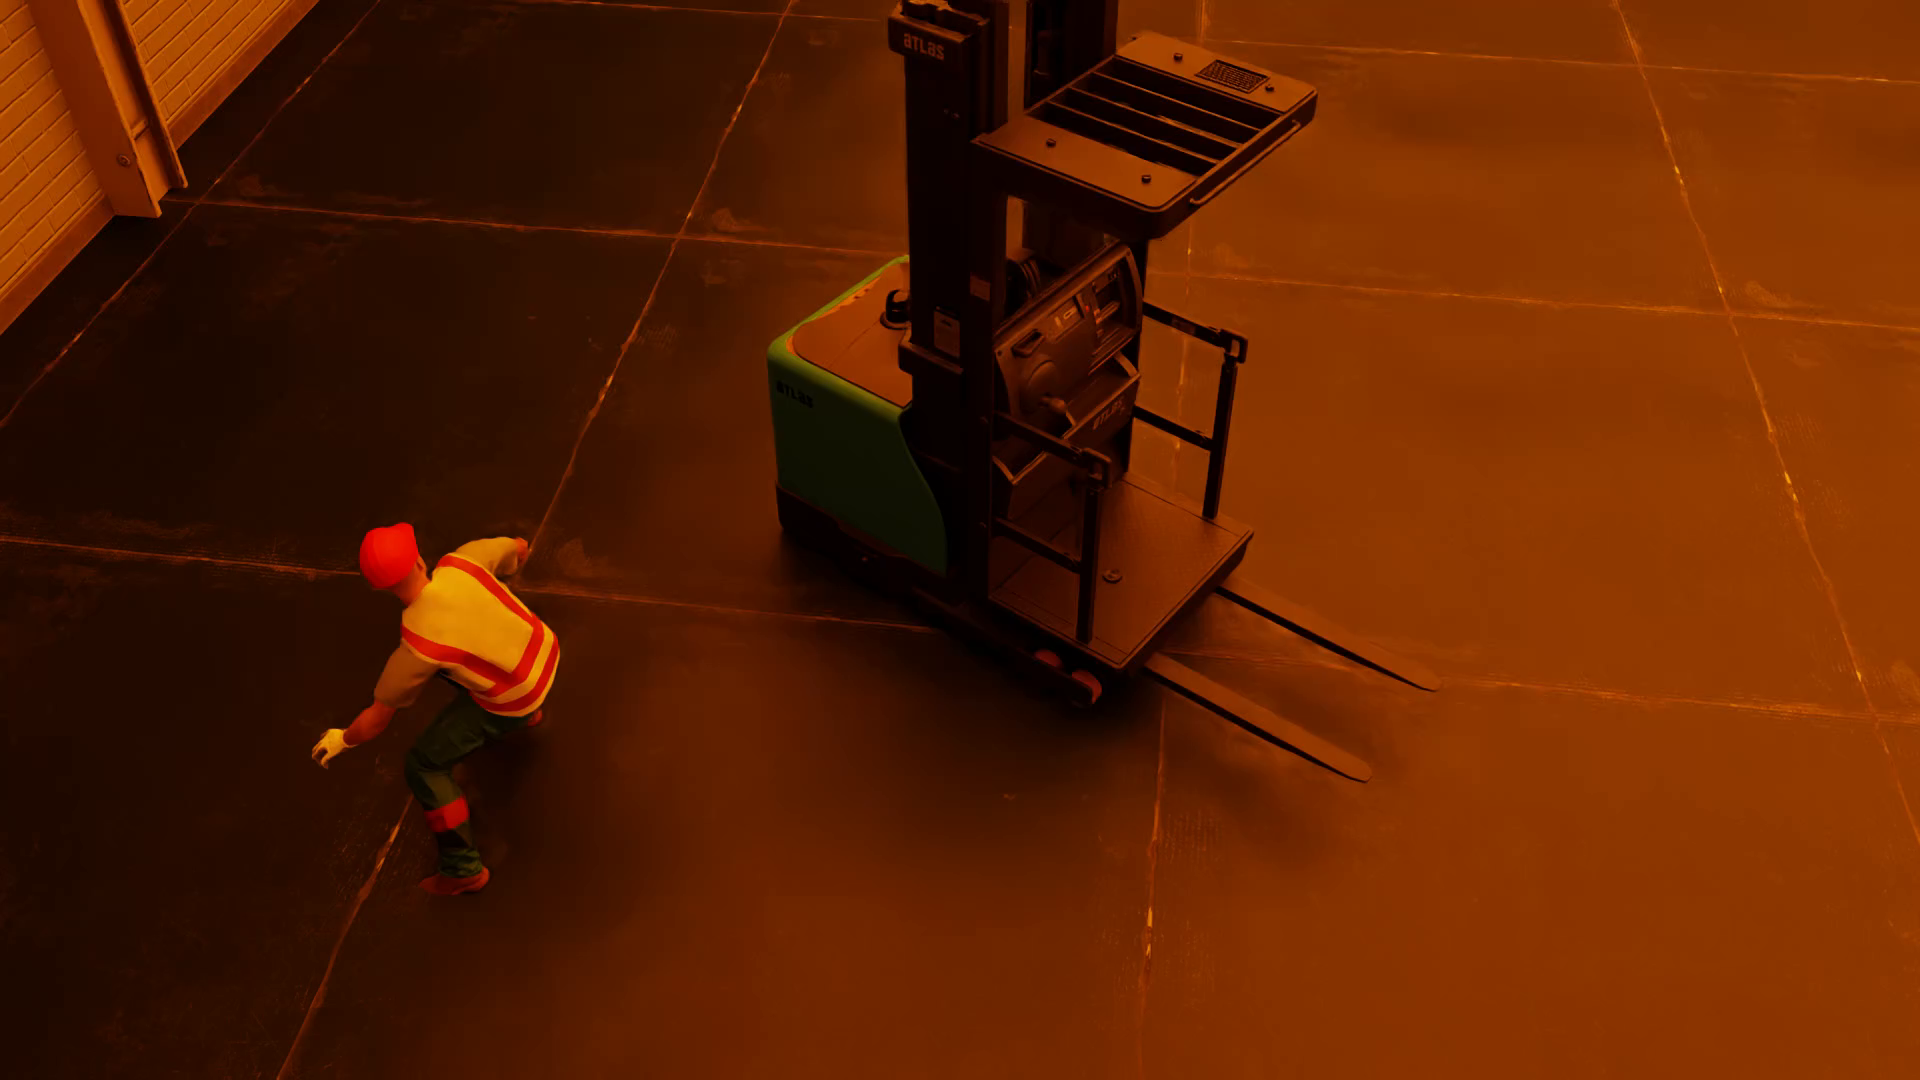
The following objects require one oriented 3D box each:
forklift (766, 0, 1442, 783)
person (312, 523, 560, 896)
[{"bbox_3d":[0.609,-0.773,6.566,3.031,2.935,1.130,28,49,27],"label":"forklift"},{"bbox_3d":[-1.939,0.540,6.229,0.777,1.540,0.898,9,43,10],"label":"person"}]
